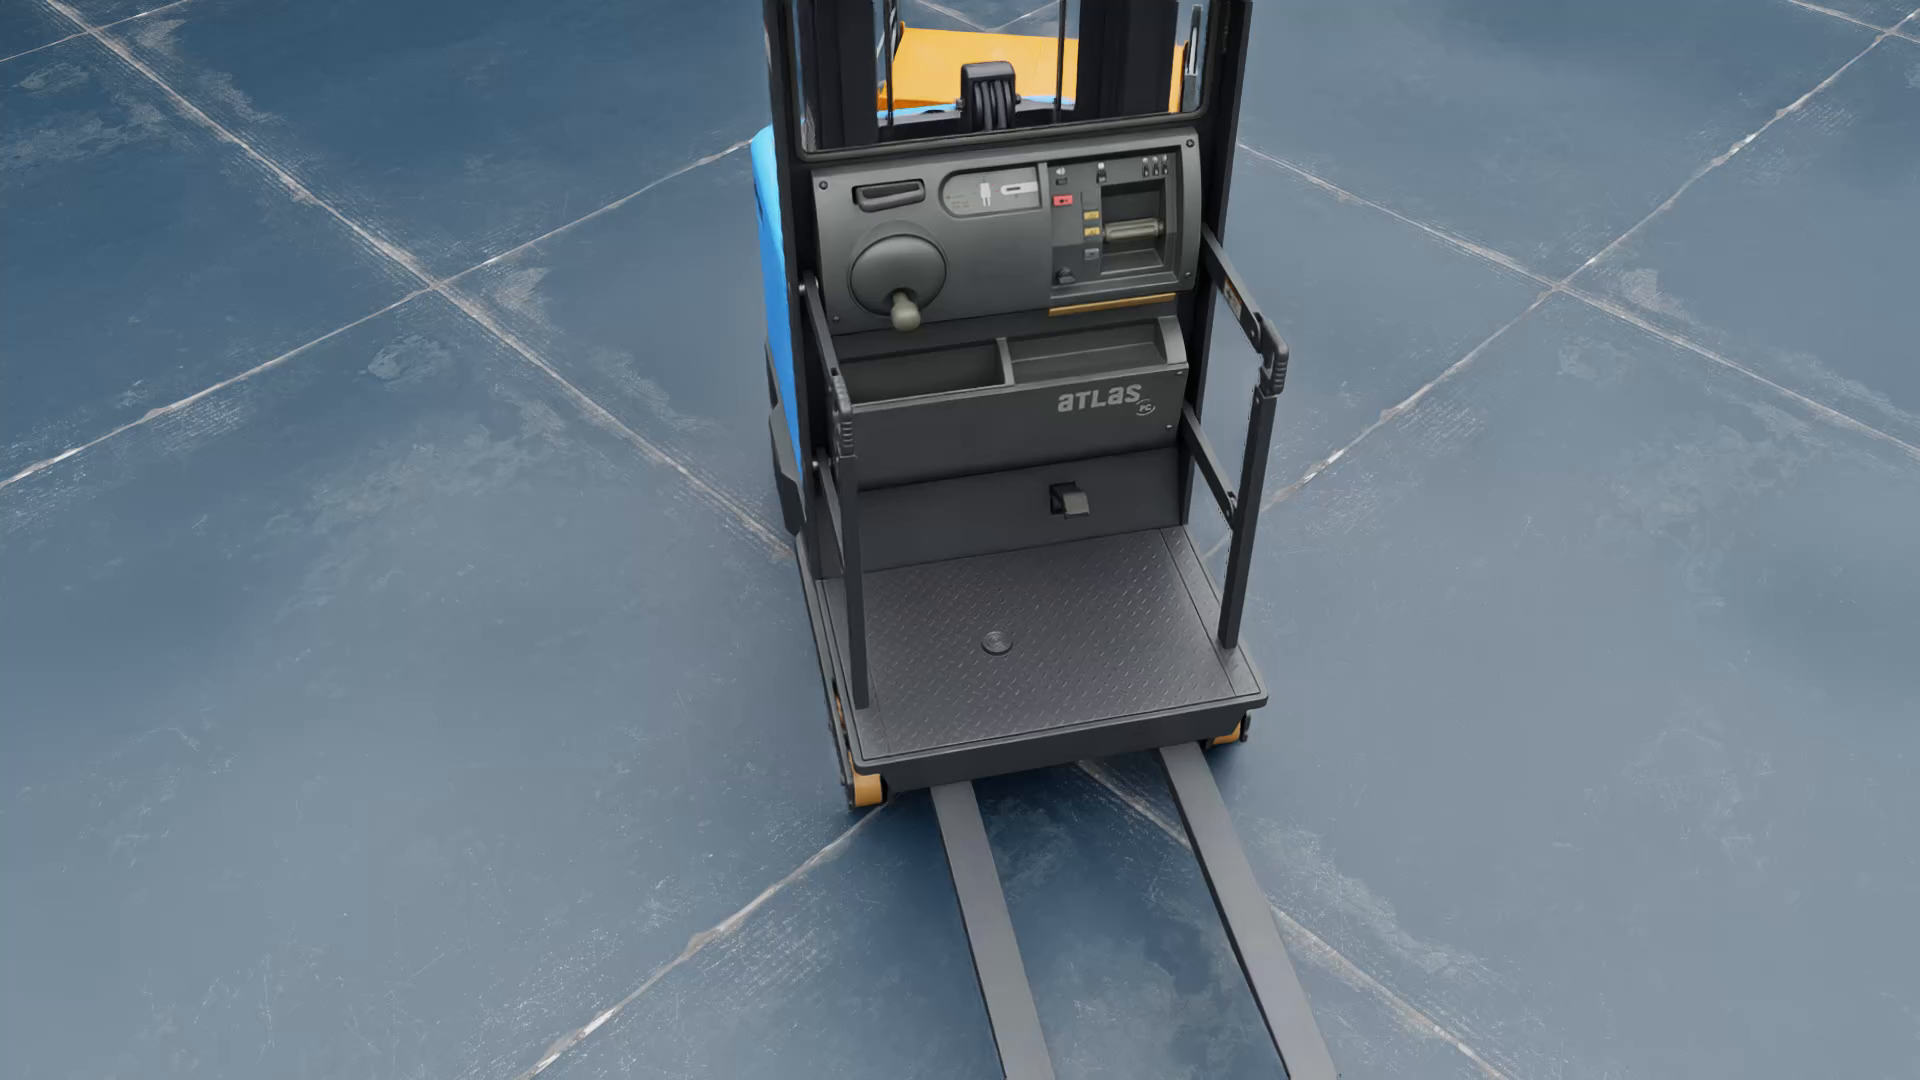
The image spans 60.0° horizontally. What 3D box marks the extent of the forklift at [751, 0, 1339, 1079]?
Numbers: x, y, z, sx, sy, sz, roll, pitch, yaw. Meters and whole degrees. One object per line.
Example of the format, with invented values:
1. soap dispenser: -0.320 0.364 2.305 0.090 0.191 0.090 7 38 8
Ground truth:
1. forklift: 0.170 -0.645 3.789 1.130 2.935 3.031 -9 43 -9

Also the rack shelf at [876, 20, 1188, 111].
1. rack shelf: 0.247 -1.464 5.575 1.000 0.278 0.538 6 43 6

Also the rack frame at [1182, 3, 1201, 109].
1. rack frame: 0.750 -1.200 5.720 0.032 1.125 0.500 6 43 6

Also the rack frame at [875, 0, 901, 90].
1. rack frame: -0.256 -1.299 5.827 0.032 1.125 0.500 6 43 6

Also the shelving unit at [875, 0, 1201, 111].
1. shelving unit: 0.247 -1.249 5.773 1.048 1.125 0.538 6 43 6
